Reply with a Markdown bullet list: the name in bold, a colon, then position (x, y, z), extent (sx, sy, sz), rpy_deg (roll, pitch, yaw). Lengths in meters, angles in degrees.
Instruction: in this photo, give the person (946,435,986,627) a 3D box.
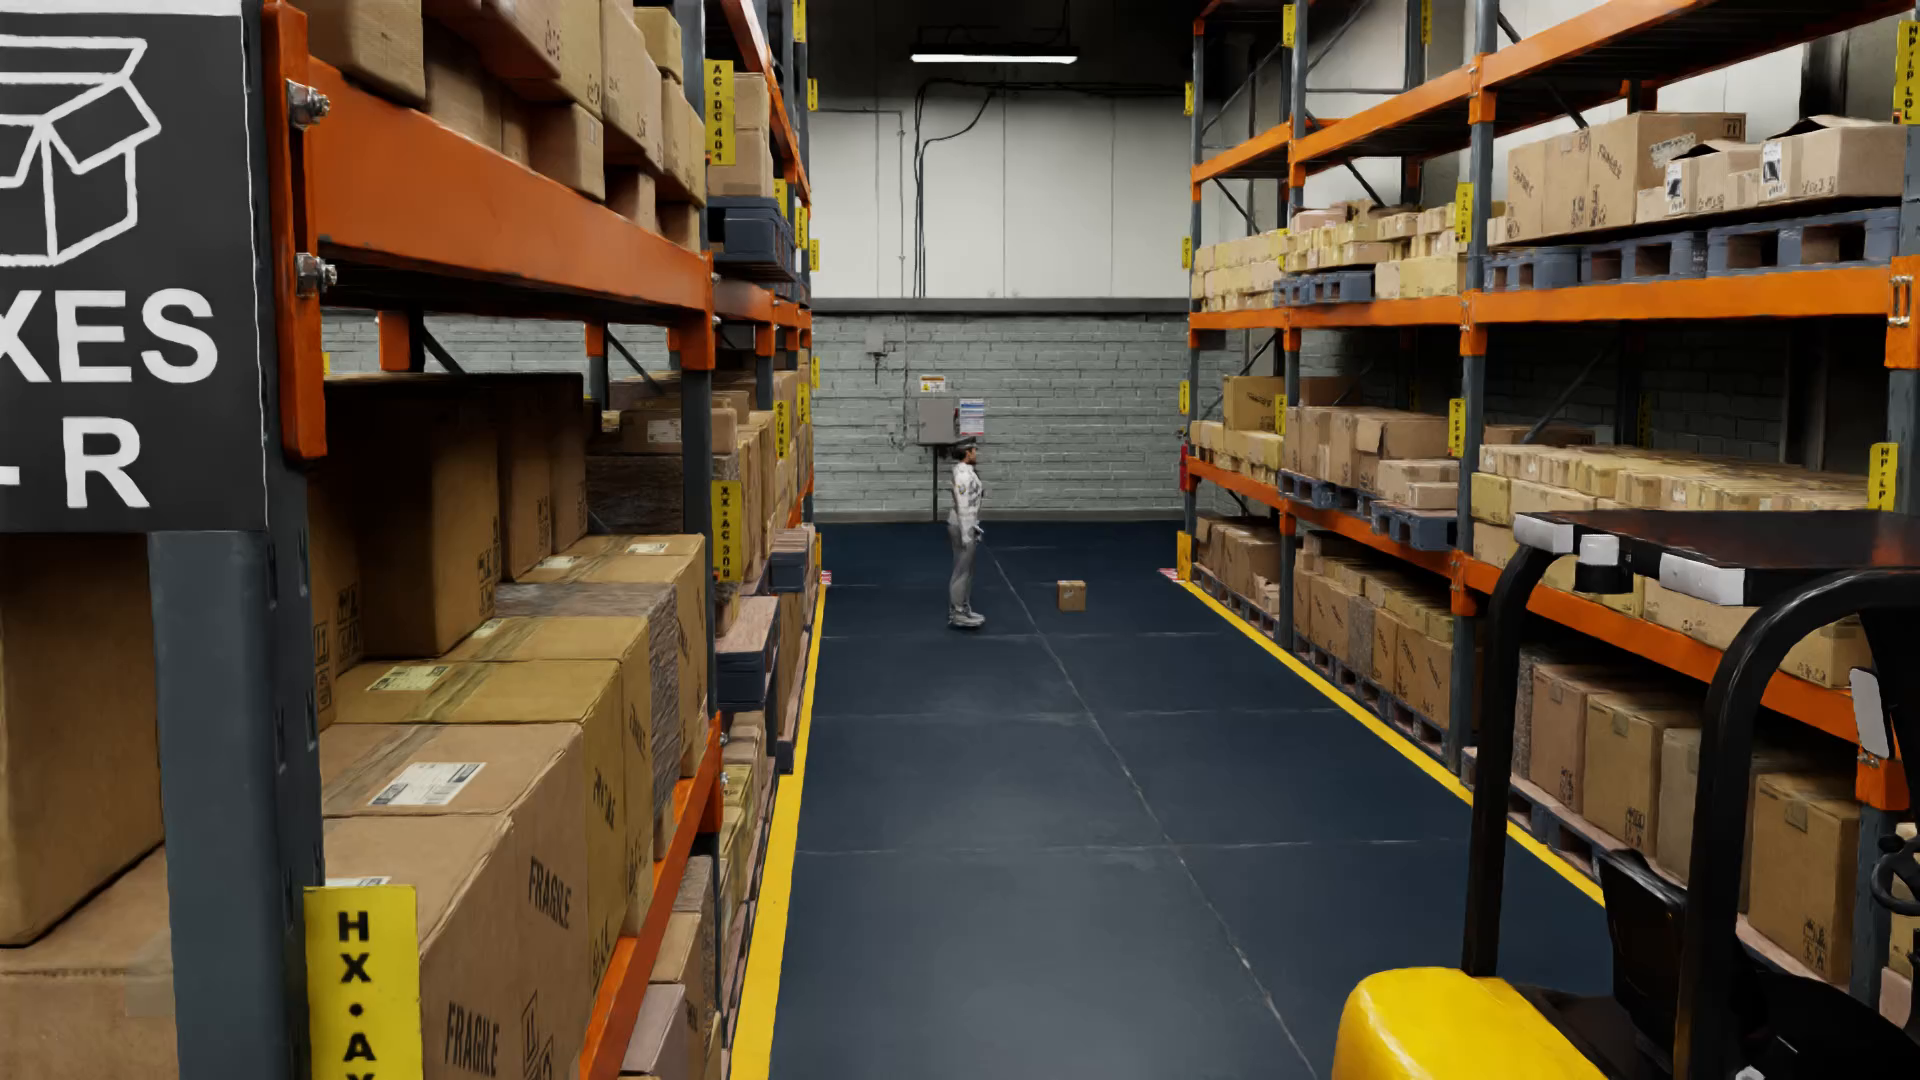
- **person**: position (0.058, -0.093, 14.788), extent (0.345, 1.685, 0.496), rpy_deg (0, 7, 1)
